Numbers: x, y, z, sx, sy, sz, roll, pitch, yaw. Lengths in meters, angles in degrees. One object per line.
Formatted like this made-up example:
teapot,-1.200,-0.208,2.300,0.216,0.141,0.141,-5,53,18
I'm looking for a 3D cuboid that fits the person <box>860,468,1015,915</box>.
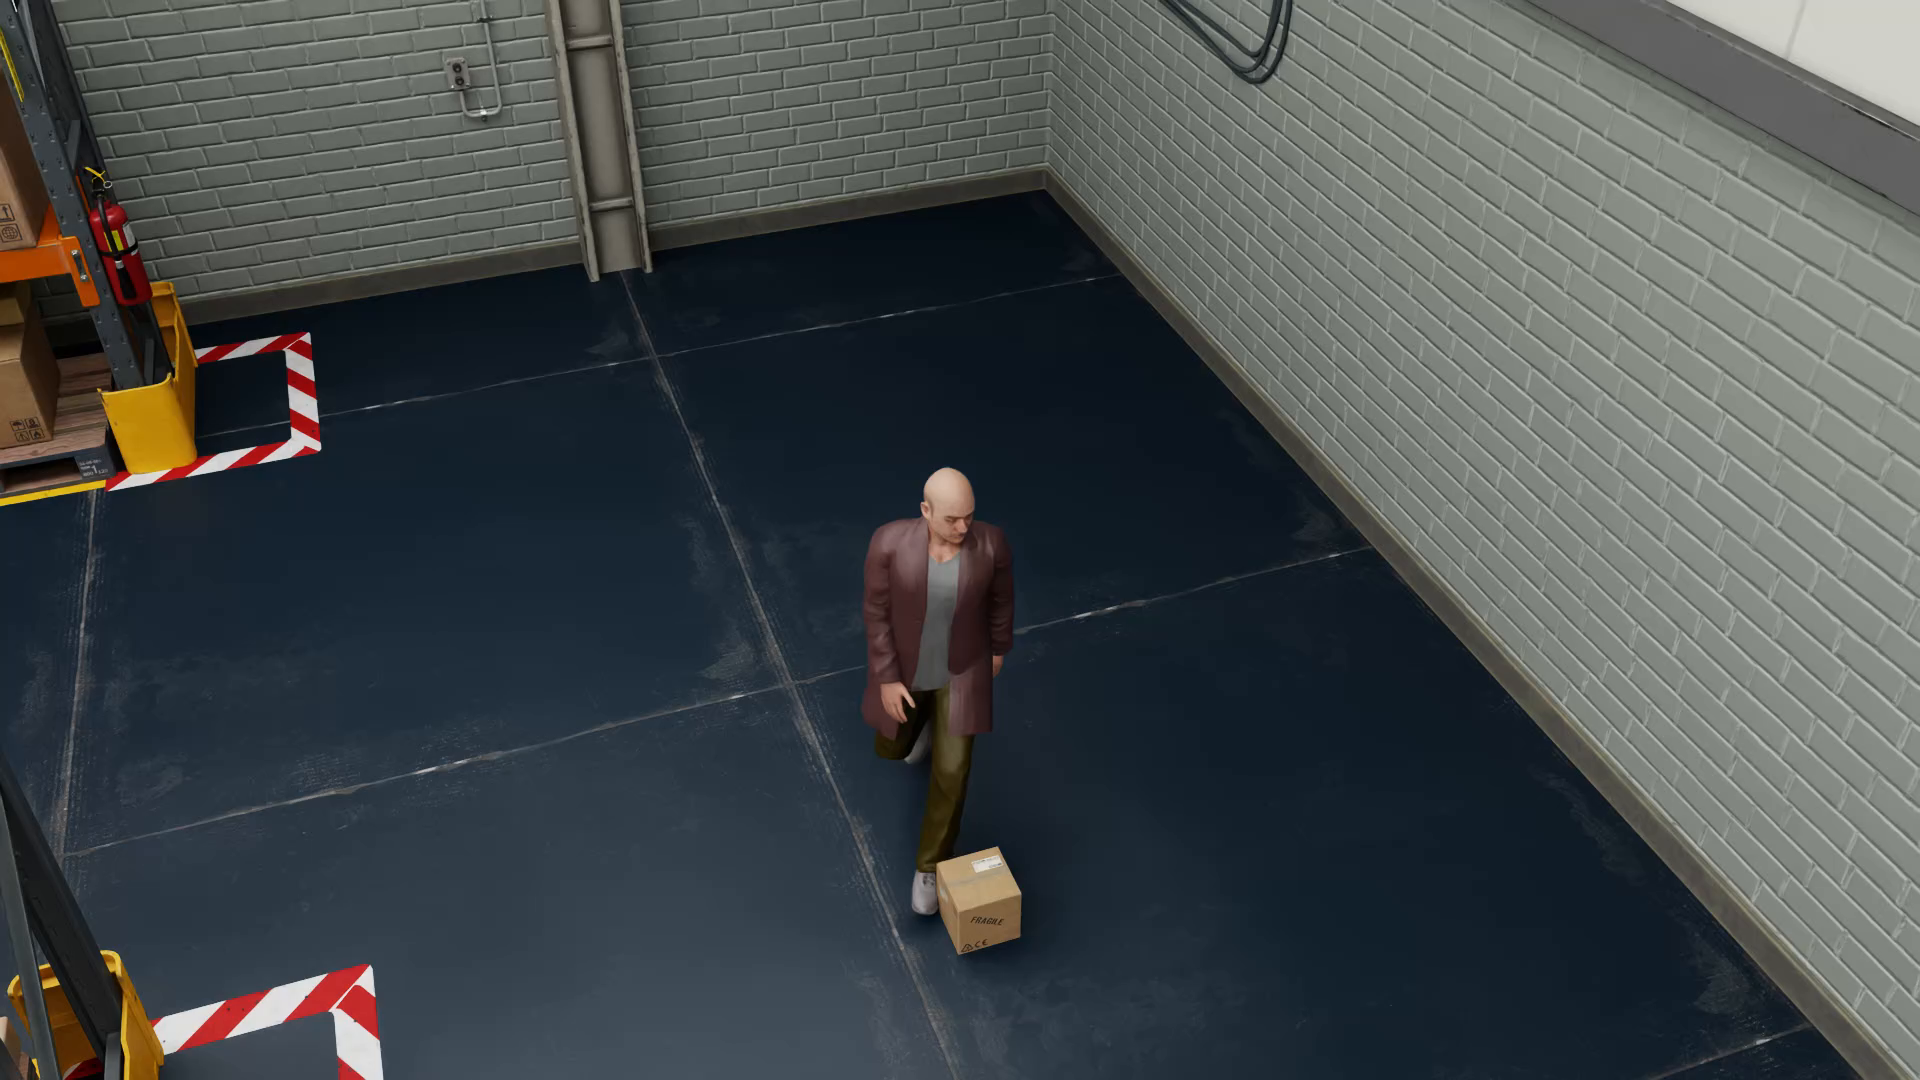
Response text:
person,-0.091,0.474,6.234,0.588,1.691,1.049,1,37,1
